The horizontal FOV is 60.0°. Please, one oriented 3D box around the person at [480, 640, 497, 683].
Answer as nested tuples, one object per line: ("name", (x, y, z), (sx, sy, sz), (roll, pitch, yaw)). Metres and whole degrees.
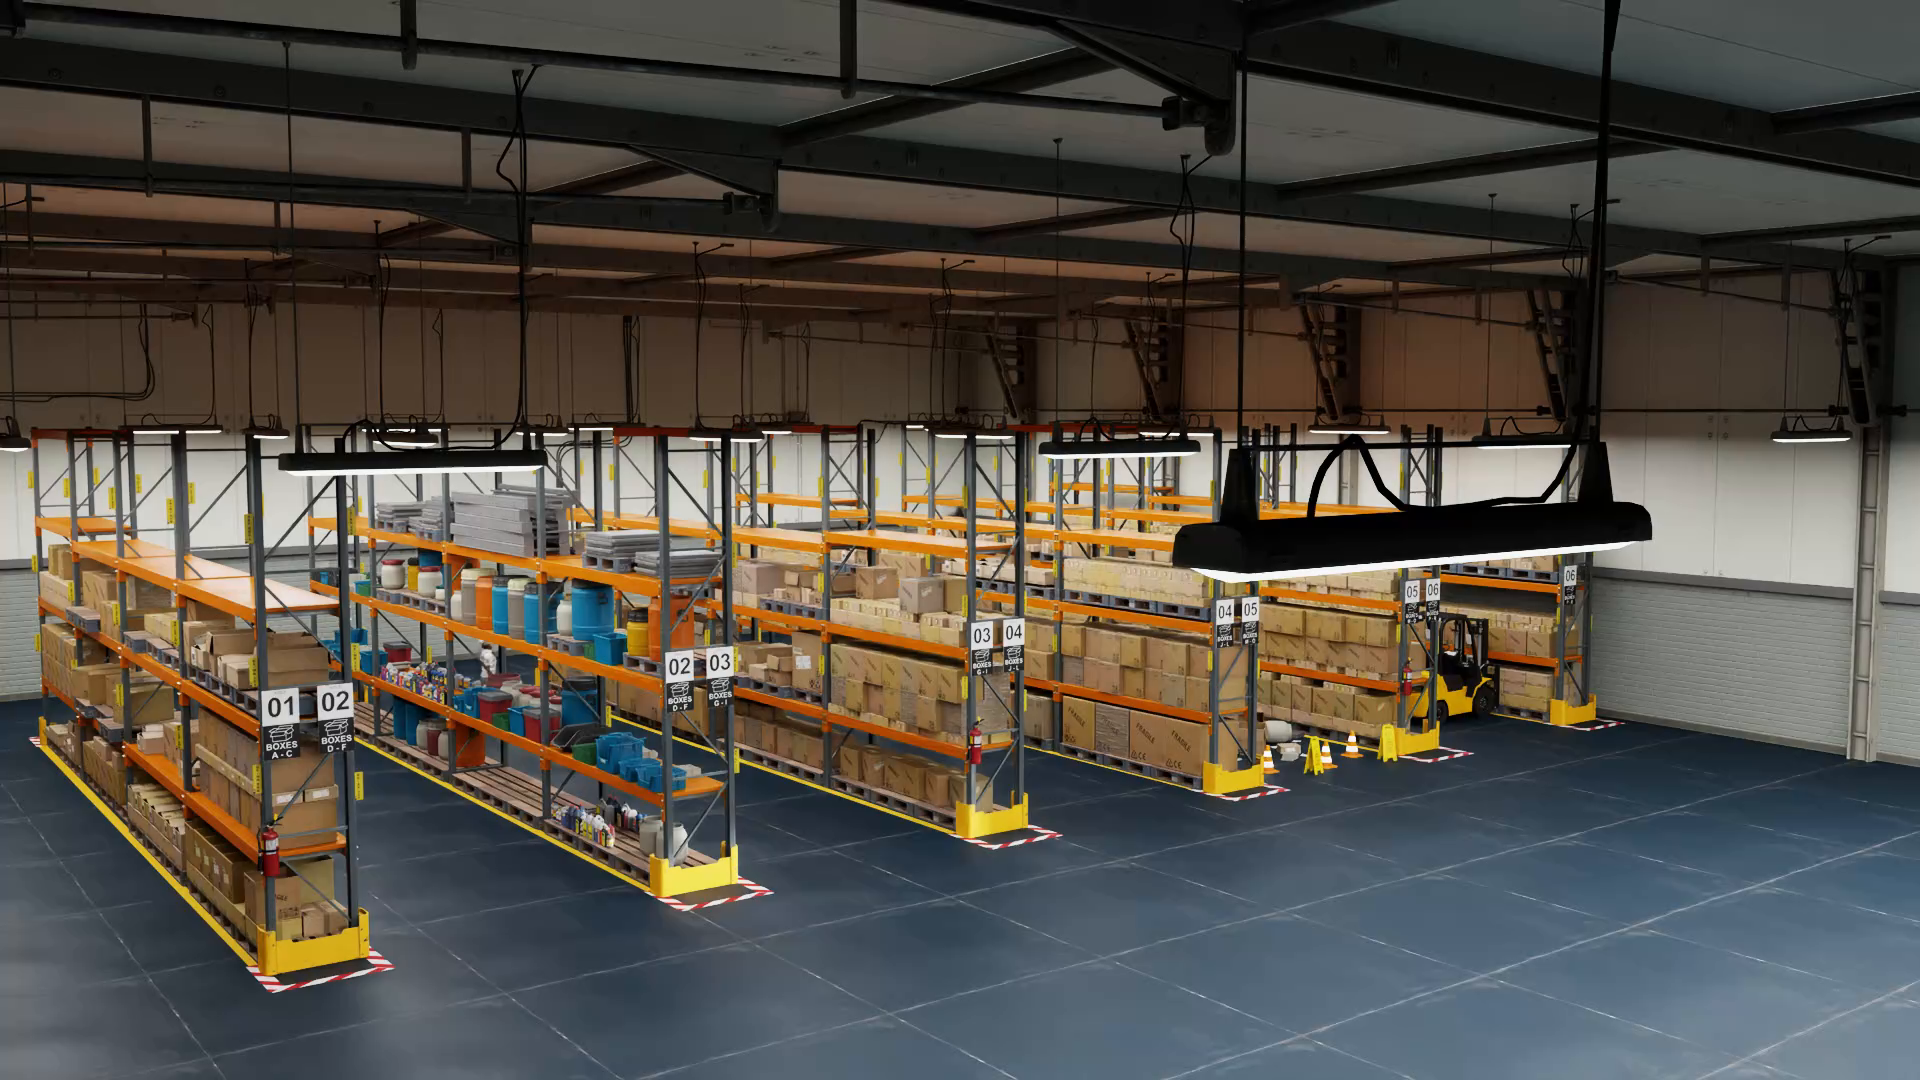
("person", (-9.553, 2.834, 34.127), (0.570, 1.684, 0.472), (0, 4, -6))
